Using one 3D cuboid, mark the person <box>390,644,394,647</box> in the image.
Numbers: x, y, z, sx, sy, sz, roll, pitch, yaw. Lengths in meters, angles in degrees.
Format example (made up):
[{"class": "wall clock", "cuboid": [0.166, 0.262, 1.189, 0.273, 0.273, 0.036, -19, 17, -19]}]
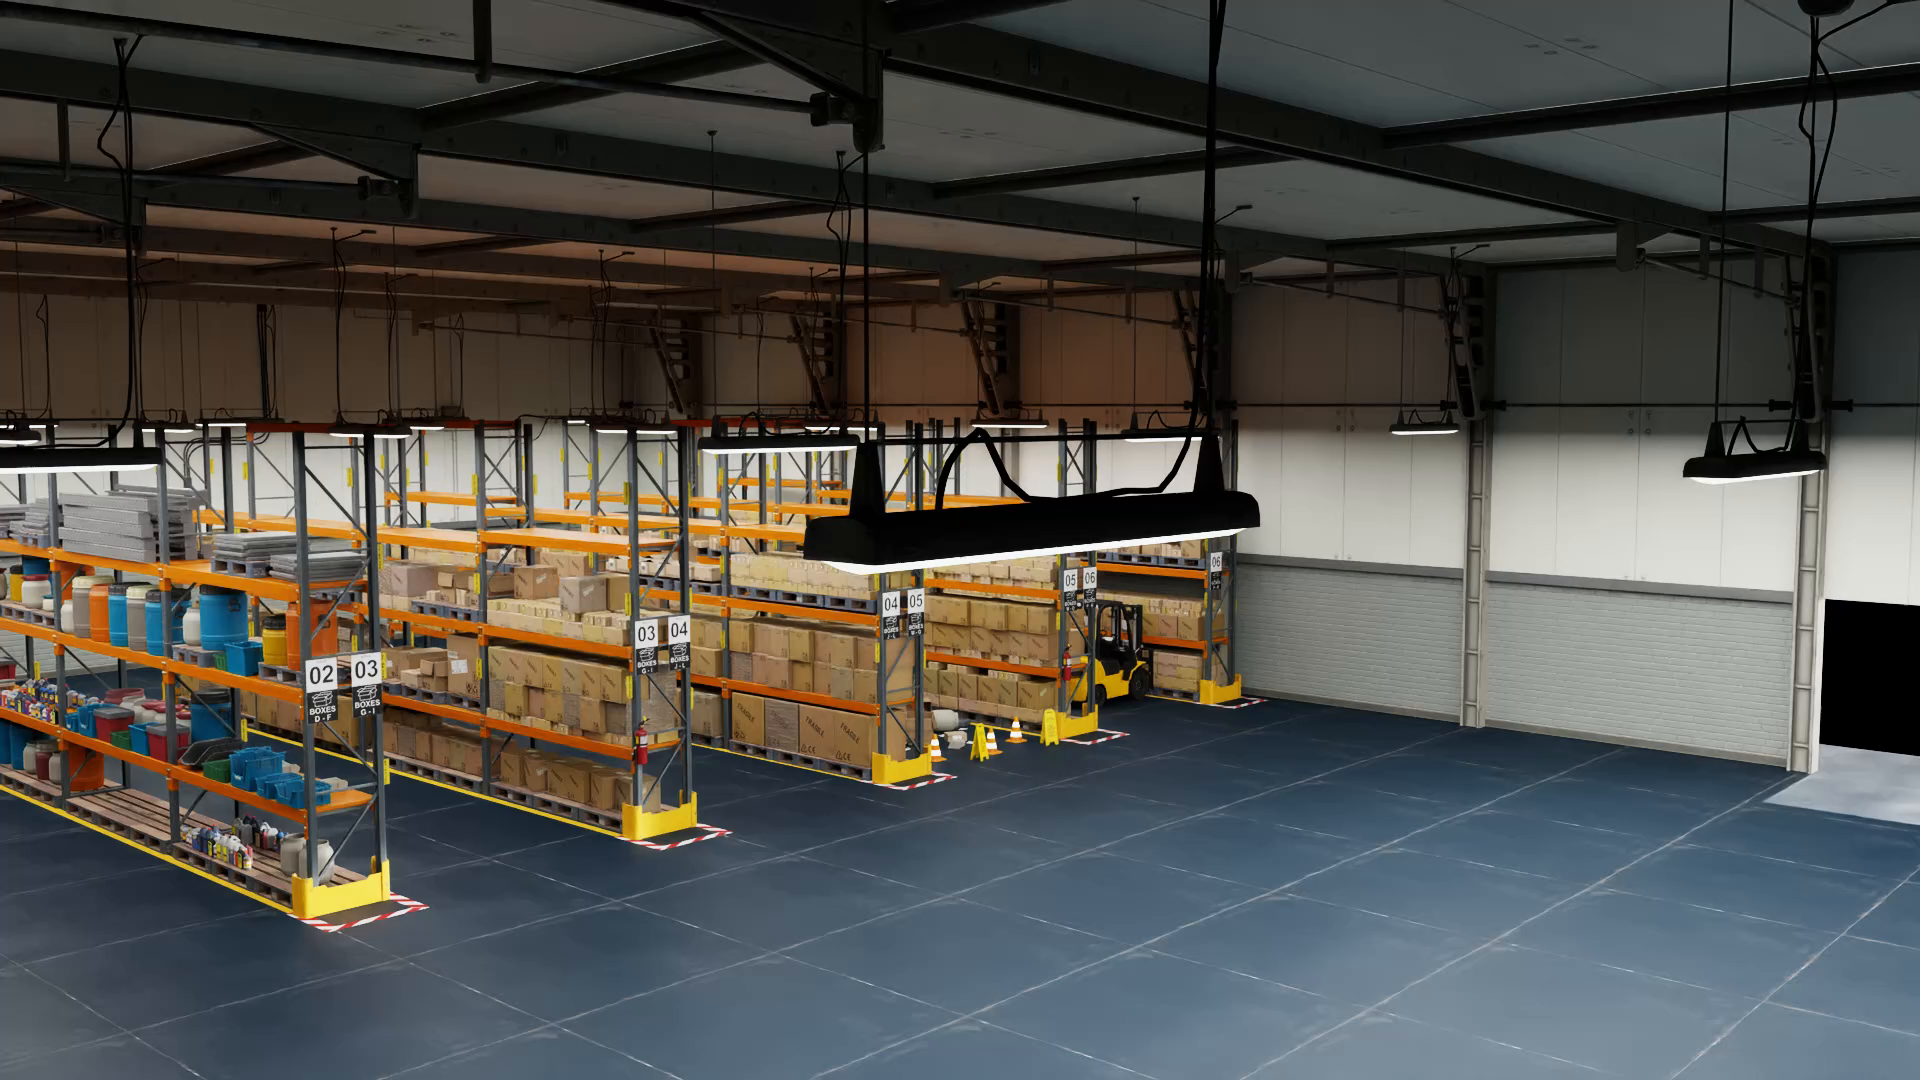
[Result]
[{"class": "person", "cuboid": [-11.591, 2.722, 33.469, 0.722, 1.760, 0.629, 4, 6, 42]}]
